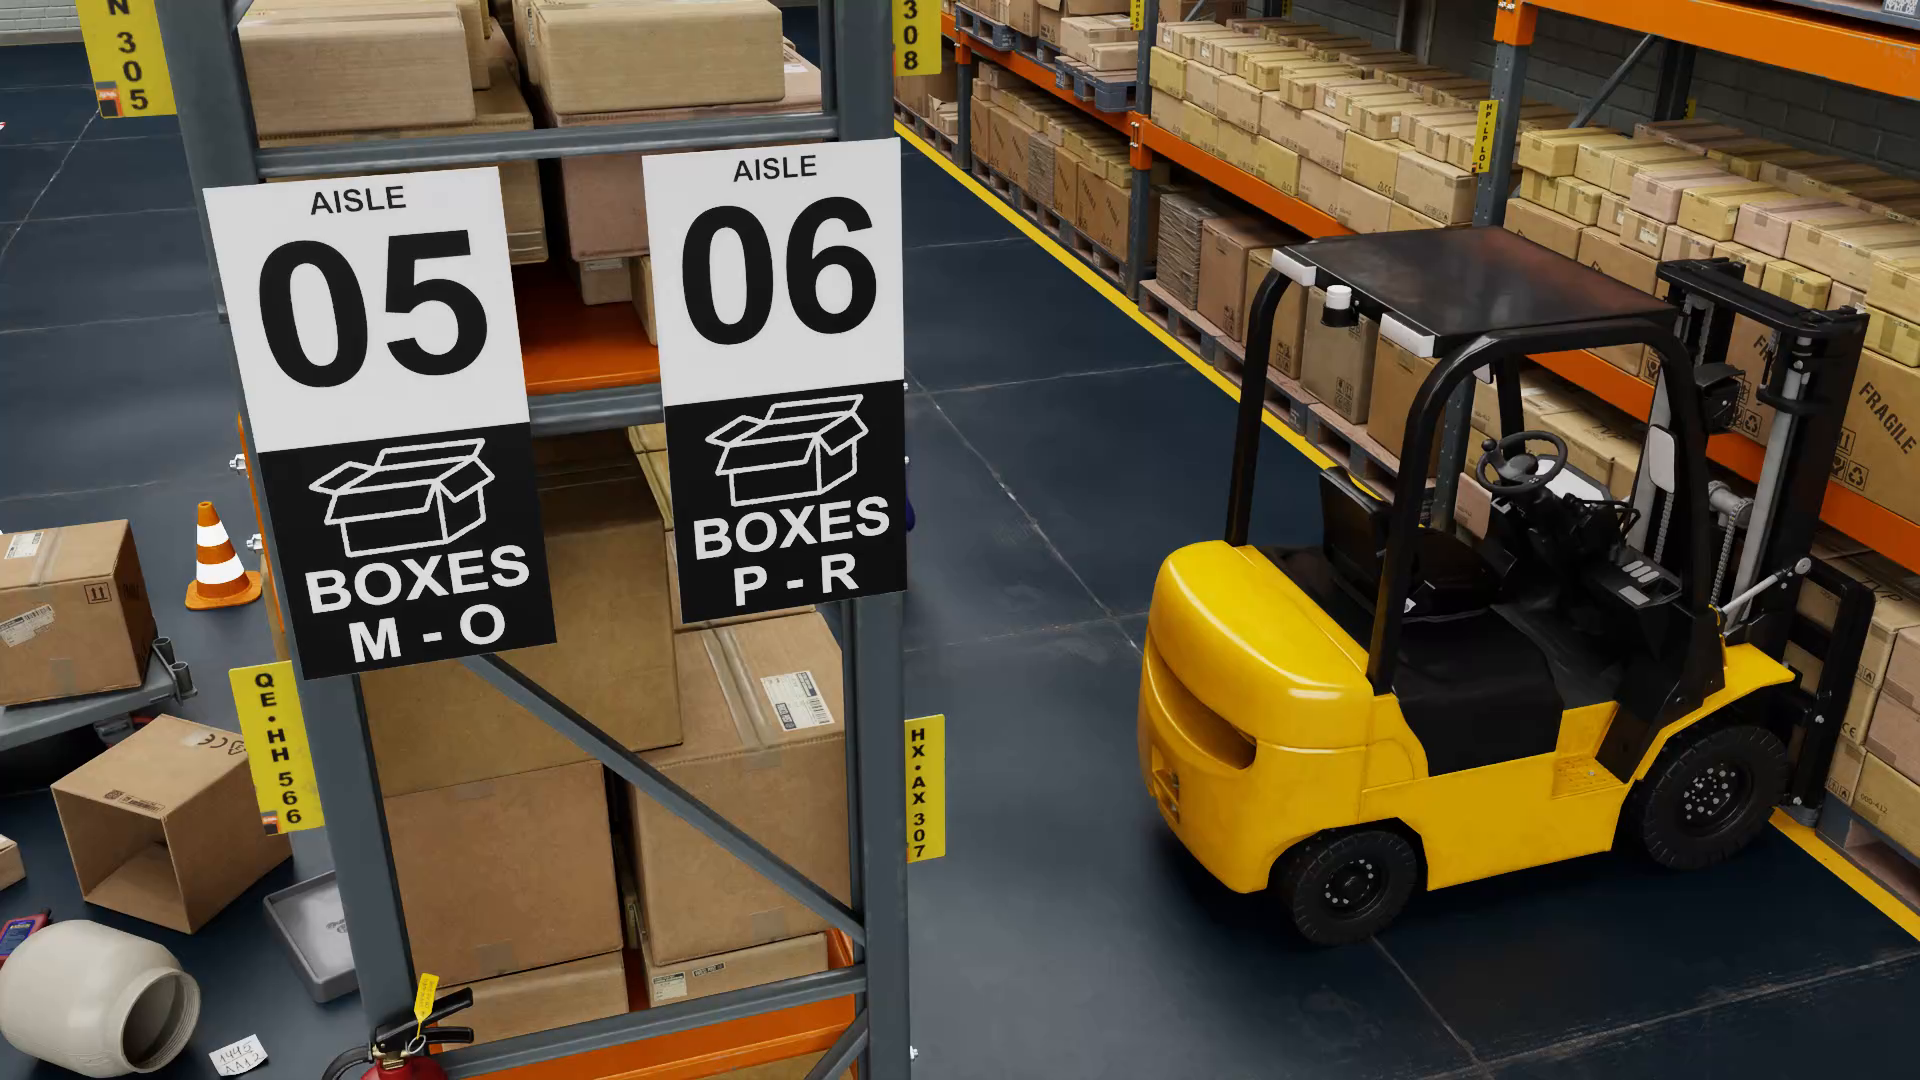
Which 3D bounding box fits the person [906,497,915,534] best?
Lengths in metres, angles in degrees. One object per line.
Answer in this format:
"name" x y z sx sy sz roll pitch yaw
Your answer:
"person" -0.529 -0.327 8.109 0.517 0.929 0.733 -8 28 -16
